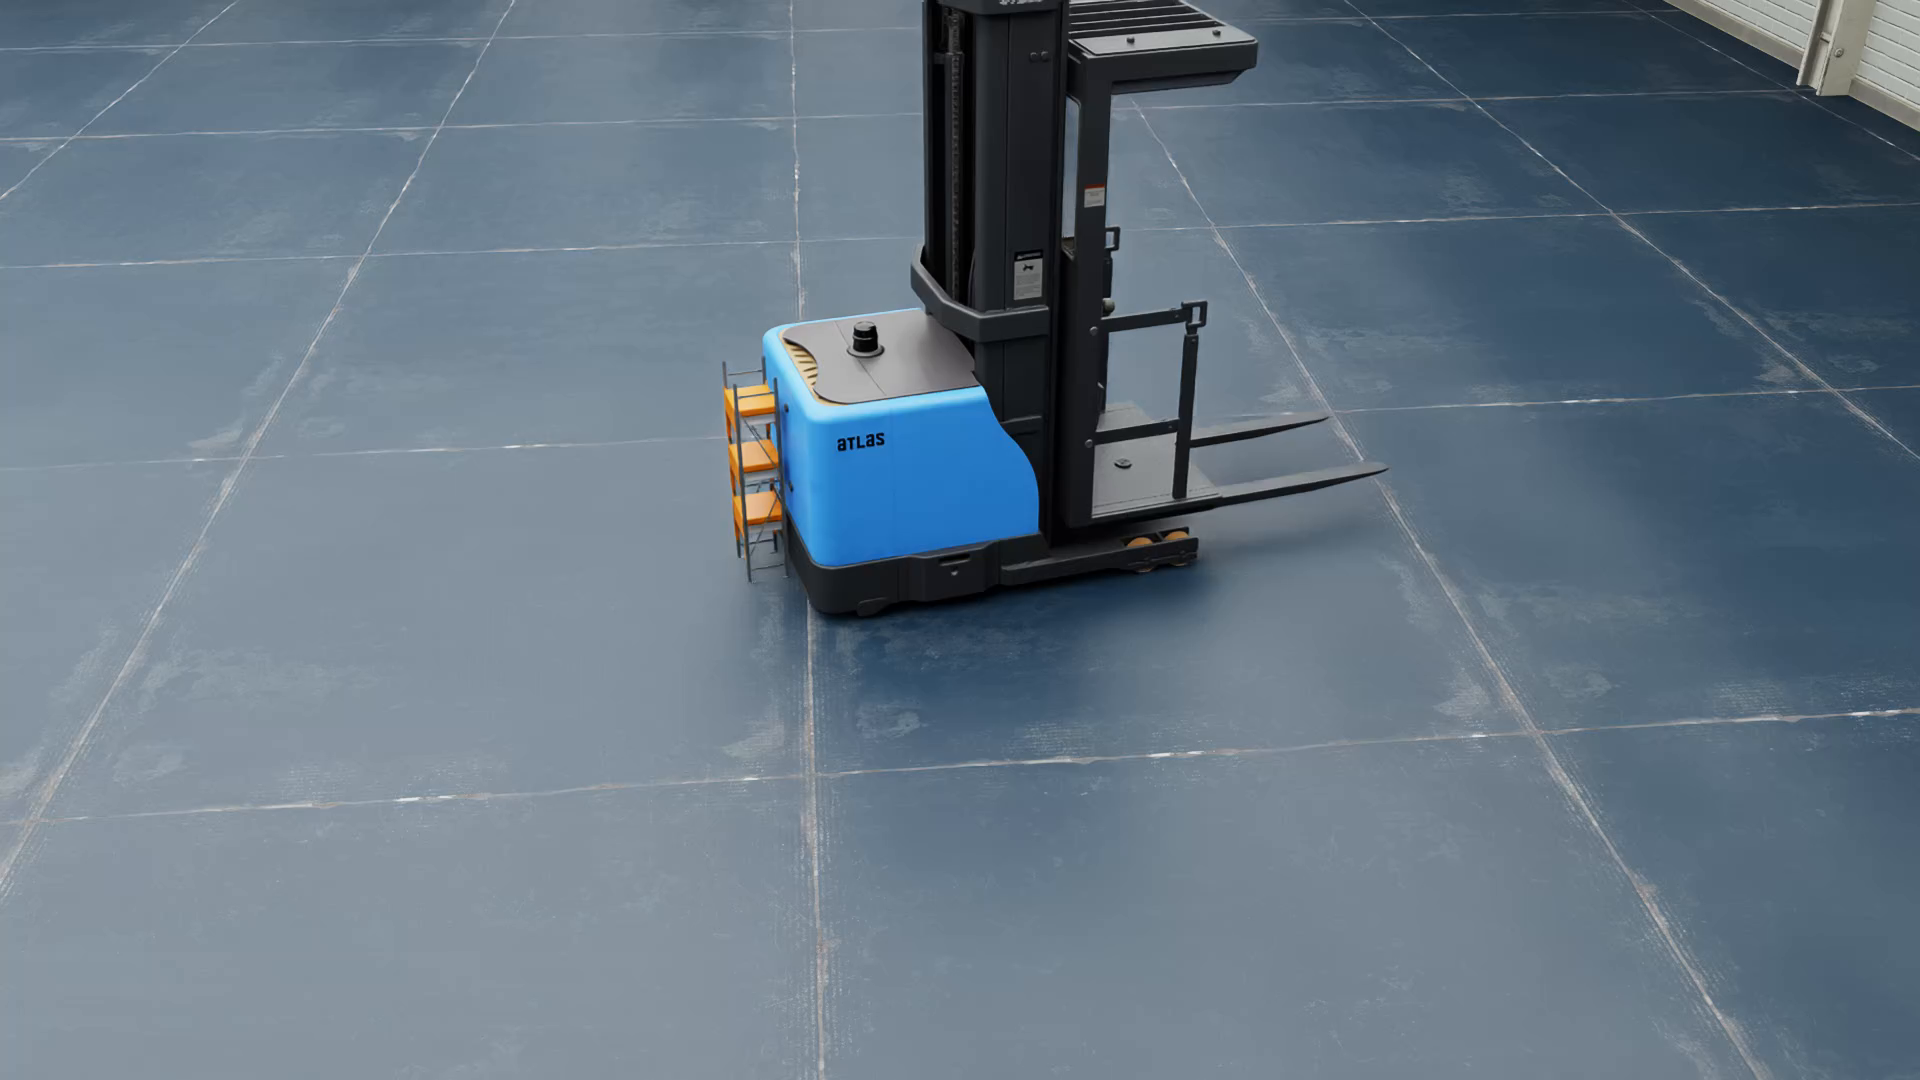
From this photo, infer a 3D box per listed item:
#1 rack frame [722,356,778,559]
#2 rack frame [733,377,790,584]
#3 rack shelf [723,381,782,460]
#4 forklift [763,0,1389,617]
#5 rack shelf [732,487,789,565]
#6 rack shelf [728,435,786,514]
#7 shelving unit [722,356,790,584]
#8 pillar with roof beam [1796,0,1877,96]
[{"bbox_3d":[-0.987,-0.376,7.856,0.200,1.050,0.008,-10,32,-16],"label":"rack frame"},{"bbox_3d":[-0.911,-0.257,7.657,0.200,1.050,0.008,-10,32,-16],"label":"rack frame"},{"bbox_3d":[-0.949,-0.551,7.616,0.215,0.259,0.240,-10,32,-16],"label":"rack shelf"},{"bbox_3d":[0.632,-1.348,7.649,3.031,2.935,1.130,-10,32,-16],"label":"forklift"},{"bbox_3d":[-0.949,-0.069,7.904,0.215,0.259,0.240,-10,32,-16],"label":"rack shelf"},{"bbox_3d":[-0.949,-0.308,7.762,0.215,0.259,0.240,-10,32,-16],"label":"rack shelf"},{"bbox_3d":[-0.949,-0.317,7.756,0.215,1.050,0.252,-10,32,-16],"label":"shelving unit"},{"bbox_3d":[3.559,-7.755,12.458,9.100,9.000,0.400,-3,31,-5],"label":"pillar with roof beam"}]
